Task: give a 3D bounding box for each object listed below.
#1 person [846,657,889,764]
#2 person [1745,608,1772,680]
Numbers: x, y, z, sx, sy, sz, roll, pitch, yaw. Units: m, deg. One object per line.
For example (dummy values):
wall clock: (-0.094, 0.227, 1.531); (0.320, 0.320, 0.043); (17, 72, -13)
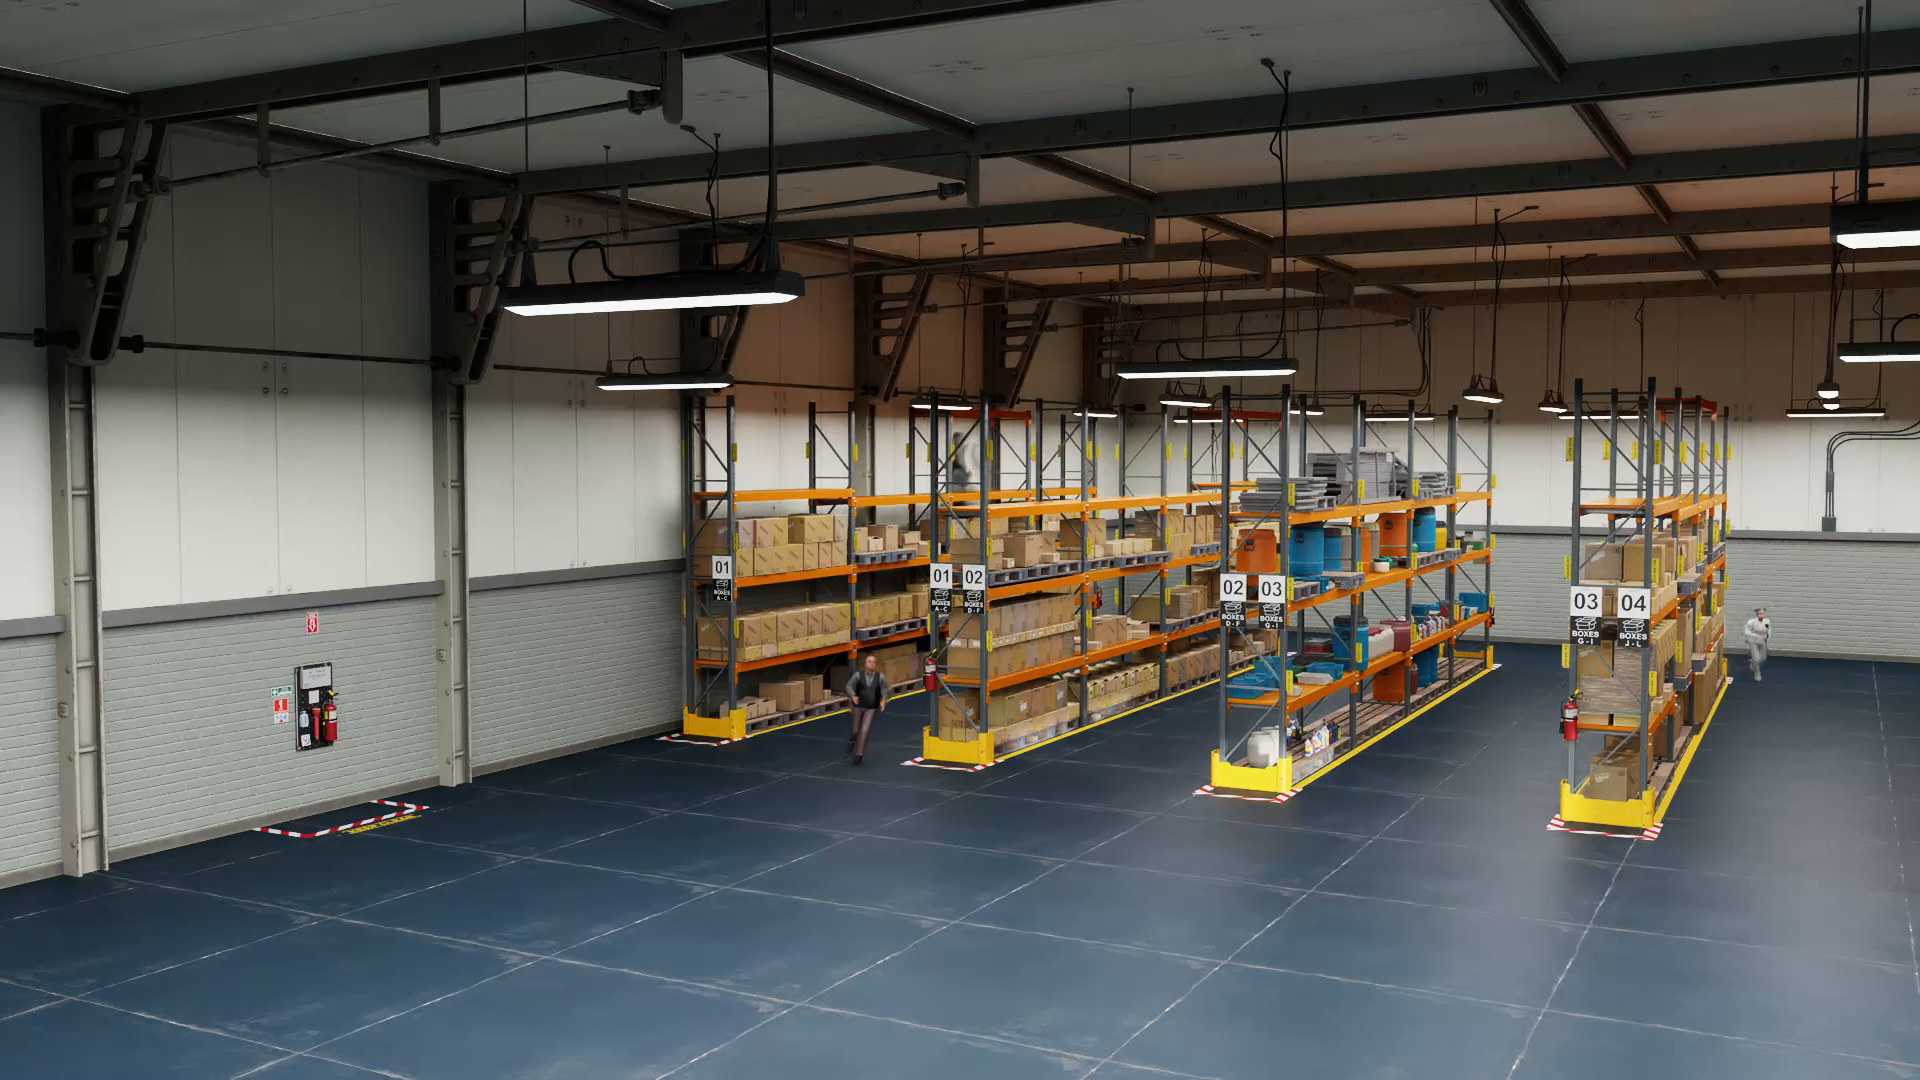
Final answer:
person: (-1.501, 2.734, 27.020); (0.714, 1.677, 0.904); (0, 3, -4)
person: (17.568, 2.287, 36.576); (0.602, 1.639, 0.666); (1, 3, 10)
